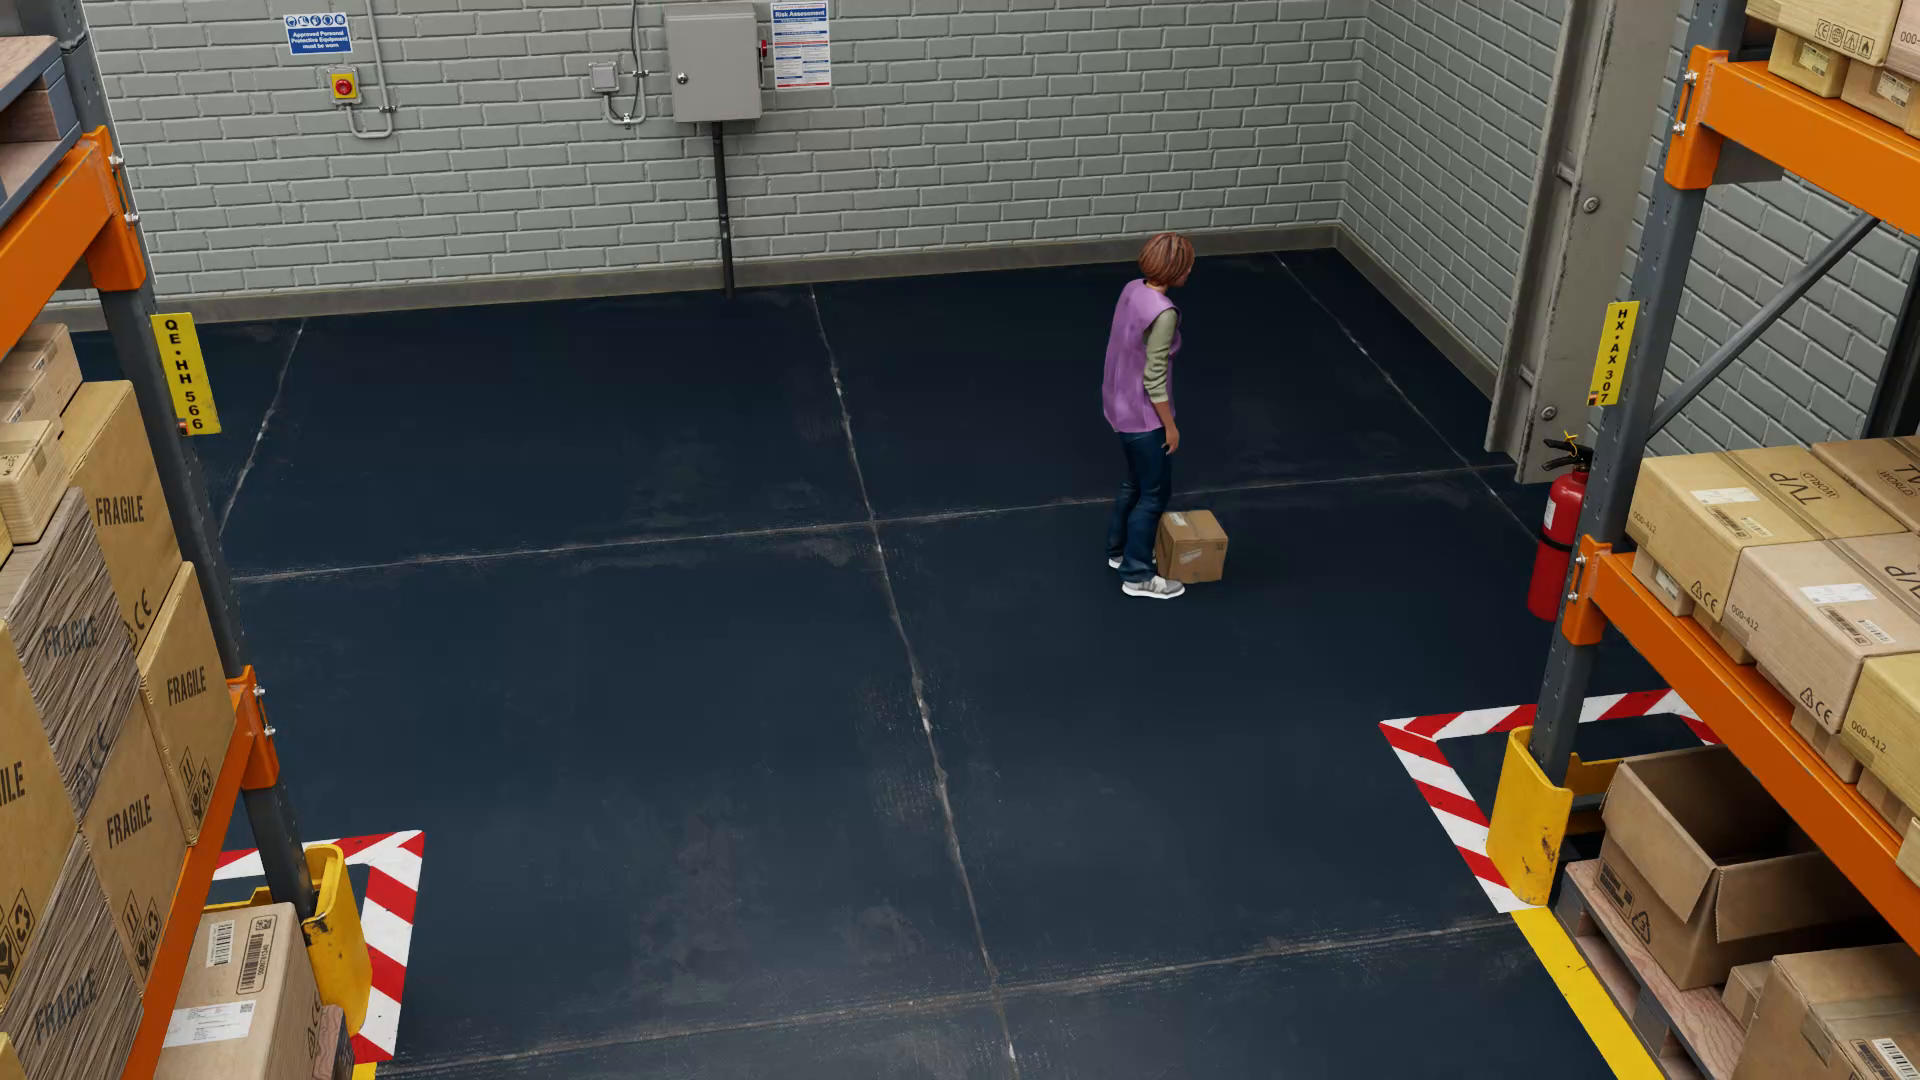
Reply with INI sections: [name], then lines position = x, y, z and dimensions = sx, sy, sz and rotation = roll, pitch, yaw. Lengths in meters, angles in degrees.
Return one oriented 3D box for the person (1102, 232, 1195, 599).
[person]
position = 0.781, -0.520, 7.016
dimensions = 0.342, 1.582, 0.460
rotation = -6, 32, -10
